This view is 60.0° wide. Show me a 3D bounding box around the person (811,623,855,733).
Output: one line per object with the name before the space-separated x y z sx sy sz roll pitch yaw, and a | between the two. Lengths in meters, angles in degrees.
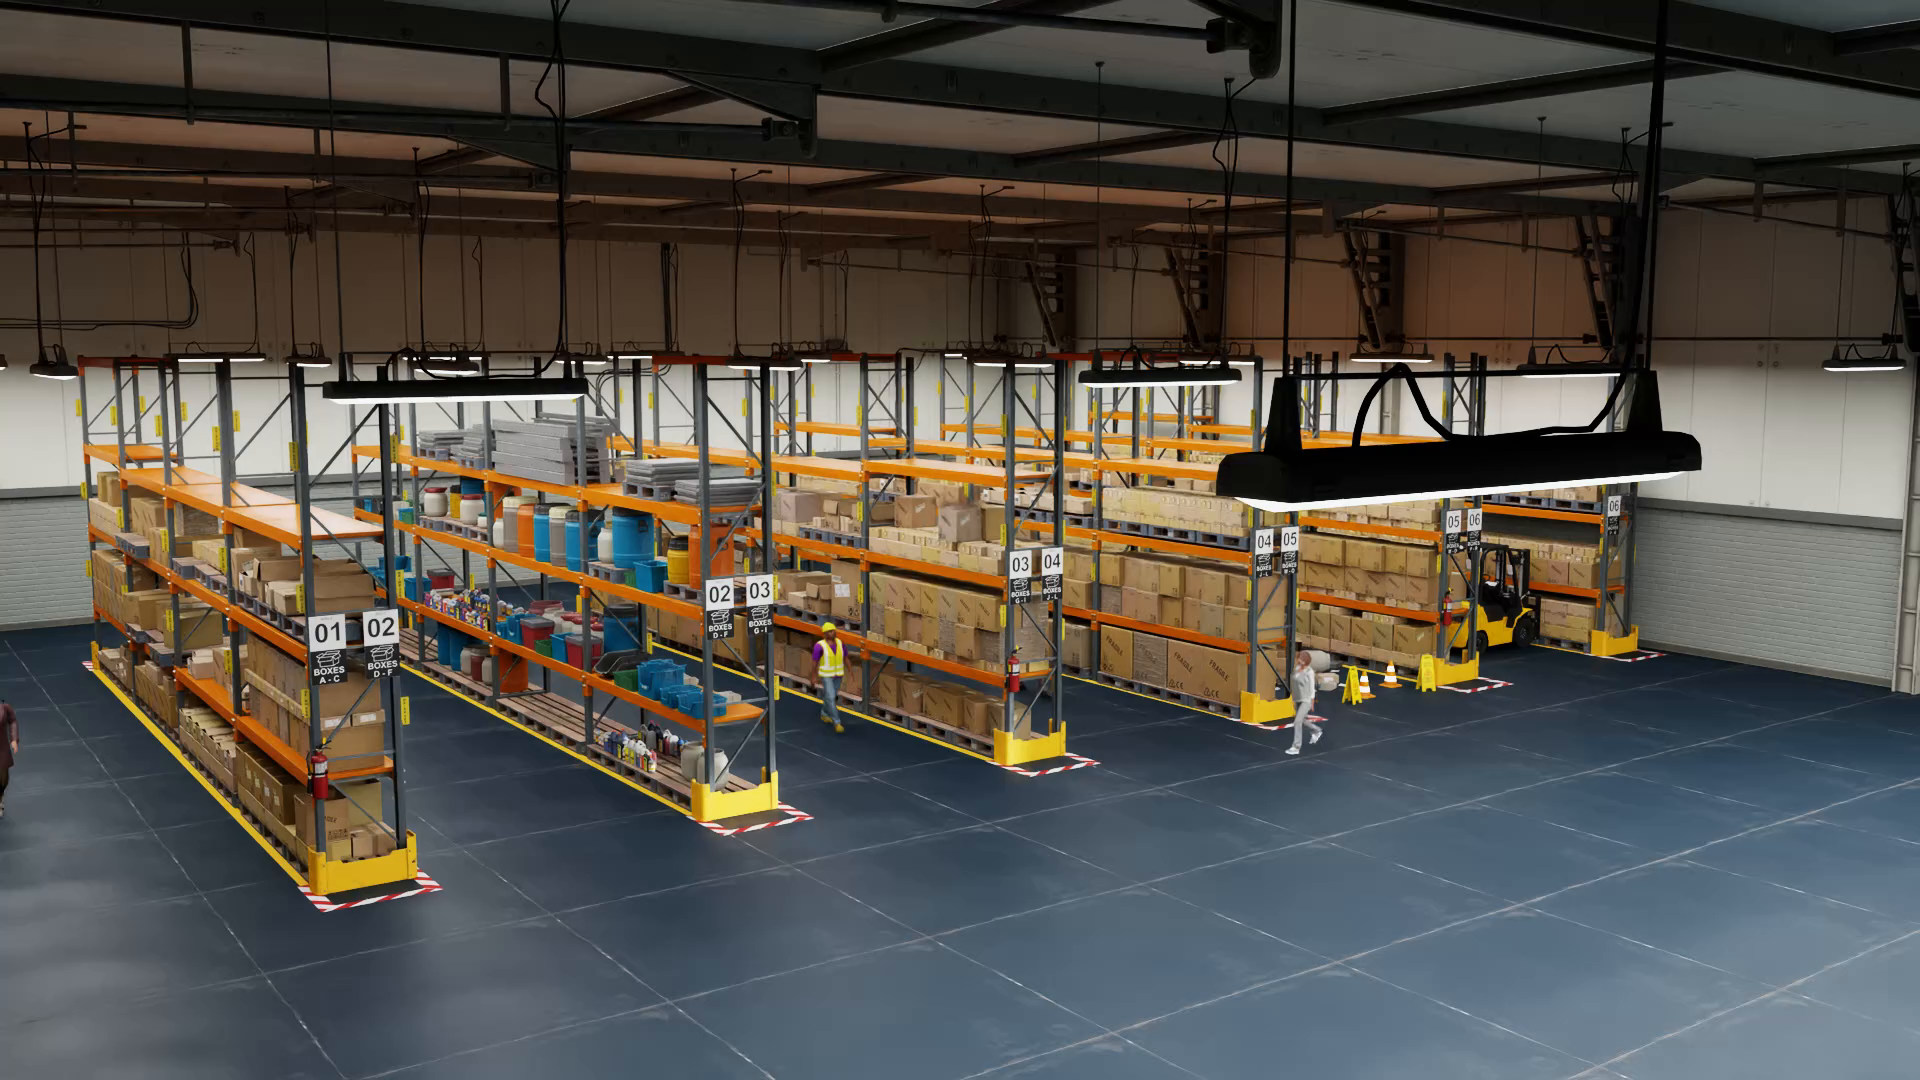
person | -2.055 2.193 26.952 0.656 1.699 1.050 -4 8 -32

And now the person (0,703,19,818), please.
person | -12.896 2.799 22.087 0.724 1.748 0.734 -6 9 -42

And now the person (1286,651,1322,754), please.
person | 5.291 2.465 25.446 0.842 1.555 0.416 -4 8 -32

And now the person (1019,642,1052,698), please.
person | 1.284 1.936 29.382 0.587 1.659 1.055 -2 7 -17
